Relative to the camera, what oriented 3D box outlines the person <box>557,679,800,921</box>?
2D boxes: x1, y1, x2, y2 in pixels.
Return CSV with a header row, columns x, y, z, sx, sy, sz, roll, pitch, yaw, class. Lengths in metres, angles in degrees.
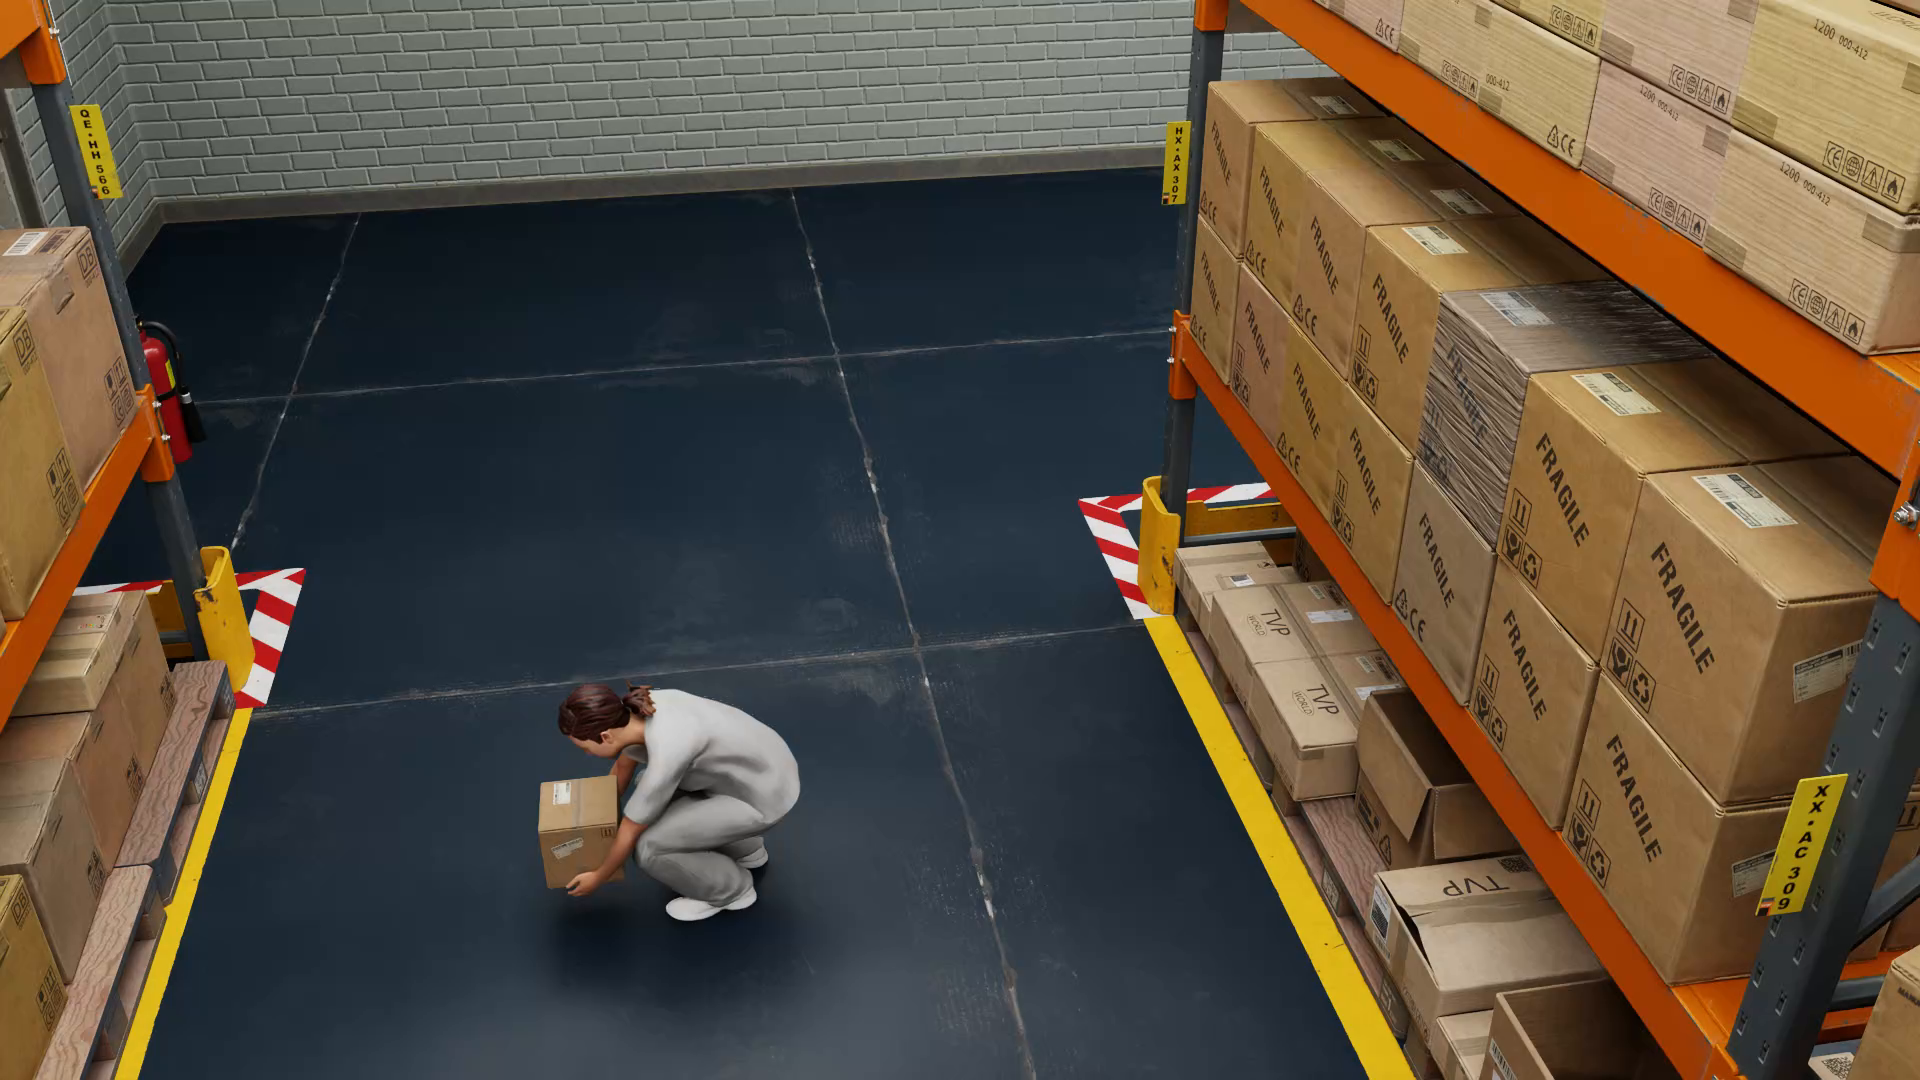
x,y,z,sx,sy,sz,roll,pitch,yaw,class
-0.927,0.820,5.485,0.796,0.936,0.492,-5,31,-9,person
